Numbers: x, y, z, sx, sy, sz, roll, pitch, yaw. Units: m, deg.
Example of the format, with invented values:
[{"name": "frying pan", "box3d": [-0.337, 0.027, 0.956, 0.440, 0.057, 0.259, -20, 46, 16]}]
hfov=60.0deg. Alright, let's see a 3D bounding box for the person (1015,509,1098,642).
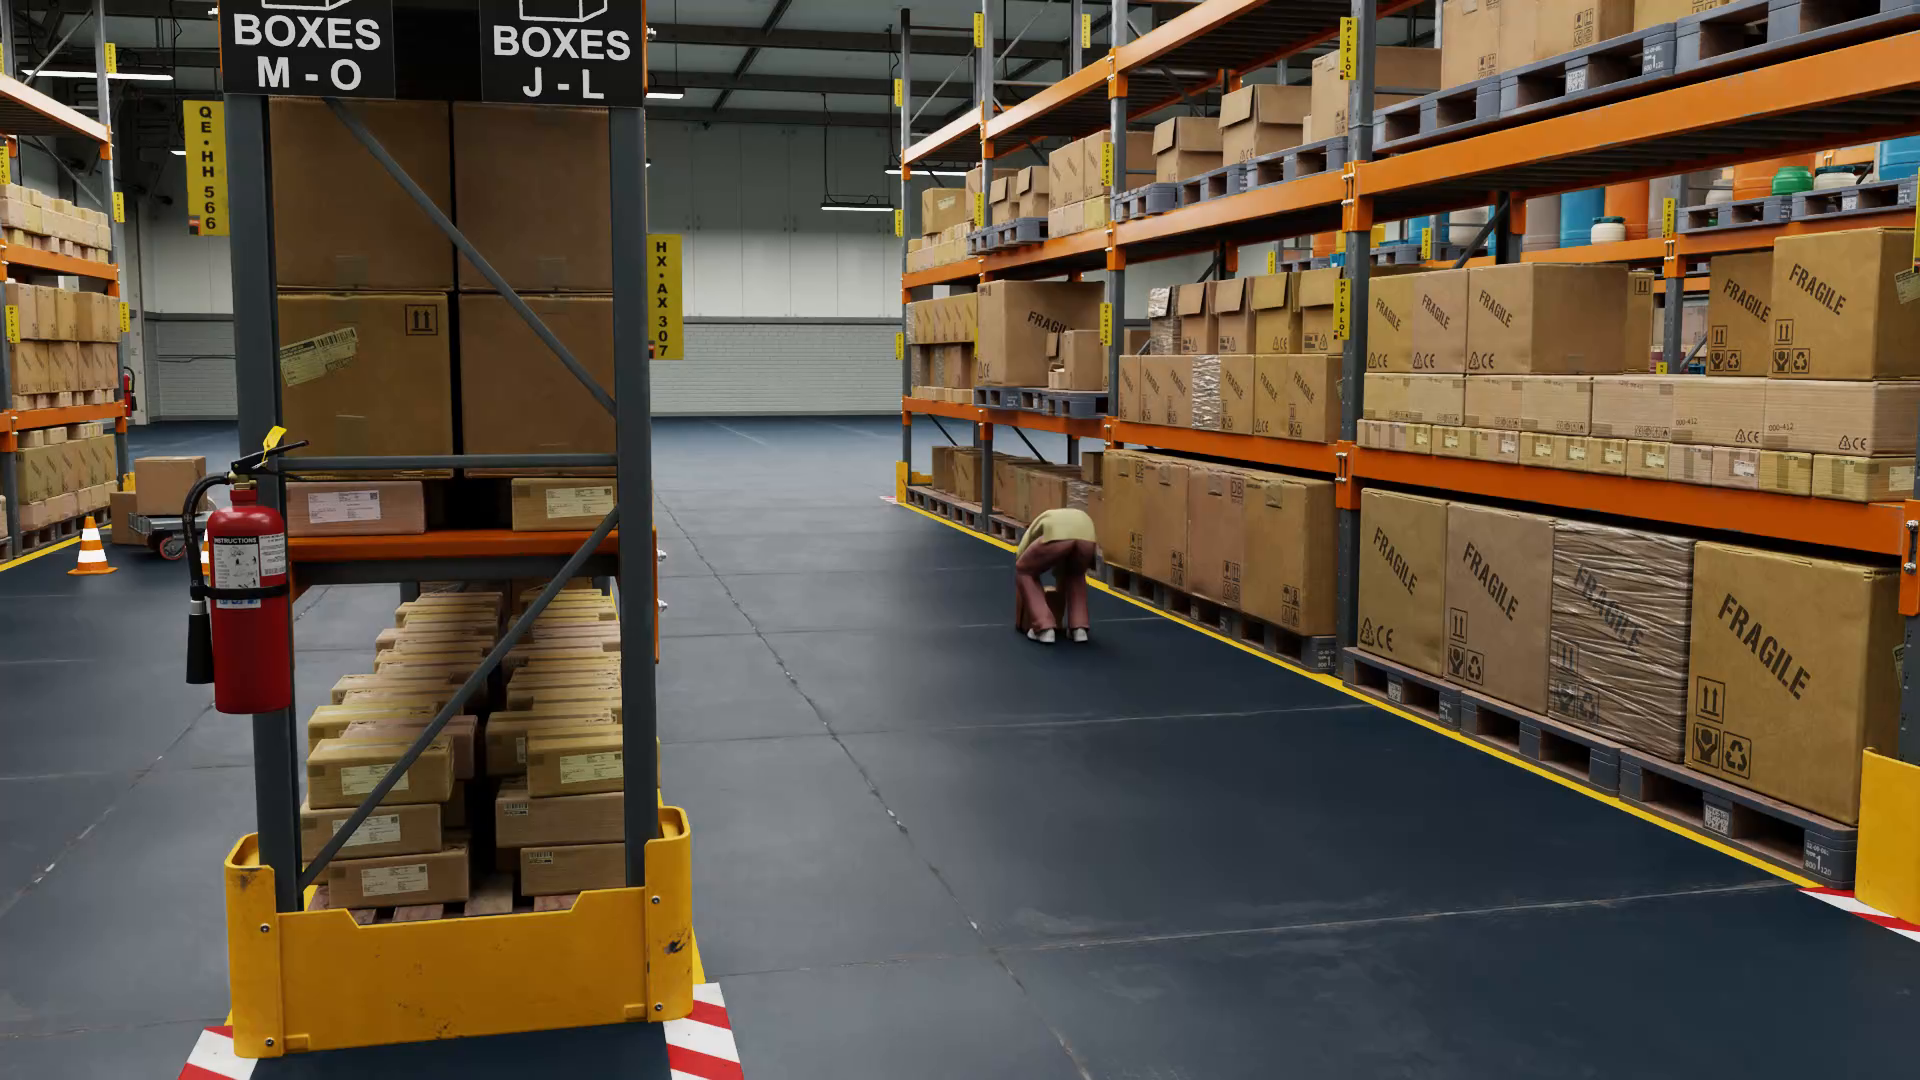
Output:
[{"name": "person", "box3d": [0.587, 0.232, 10.642, 0.477, 0.790, 0.853, -2, 6, -16]}]
